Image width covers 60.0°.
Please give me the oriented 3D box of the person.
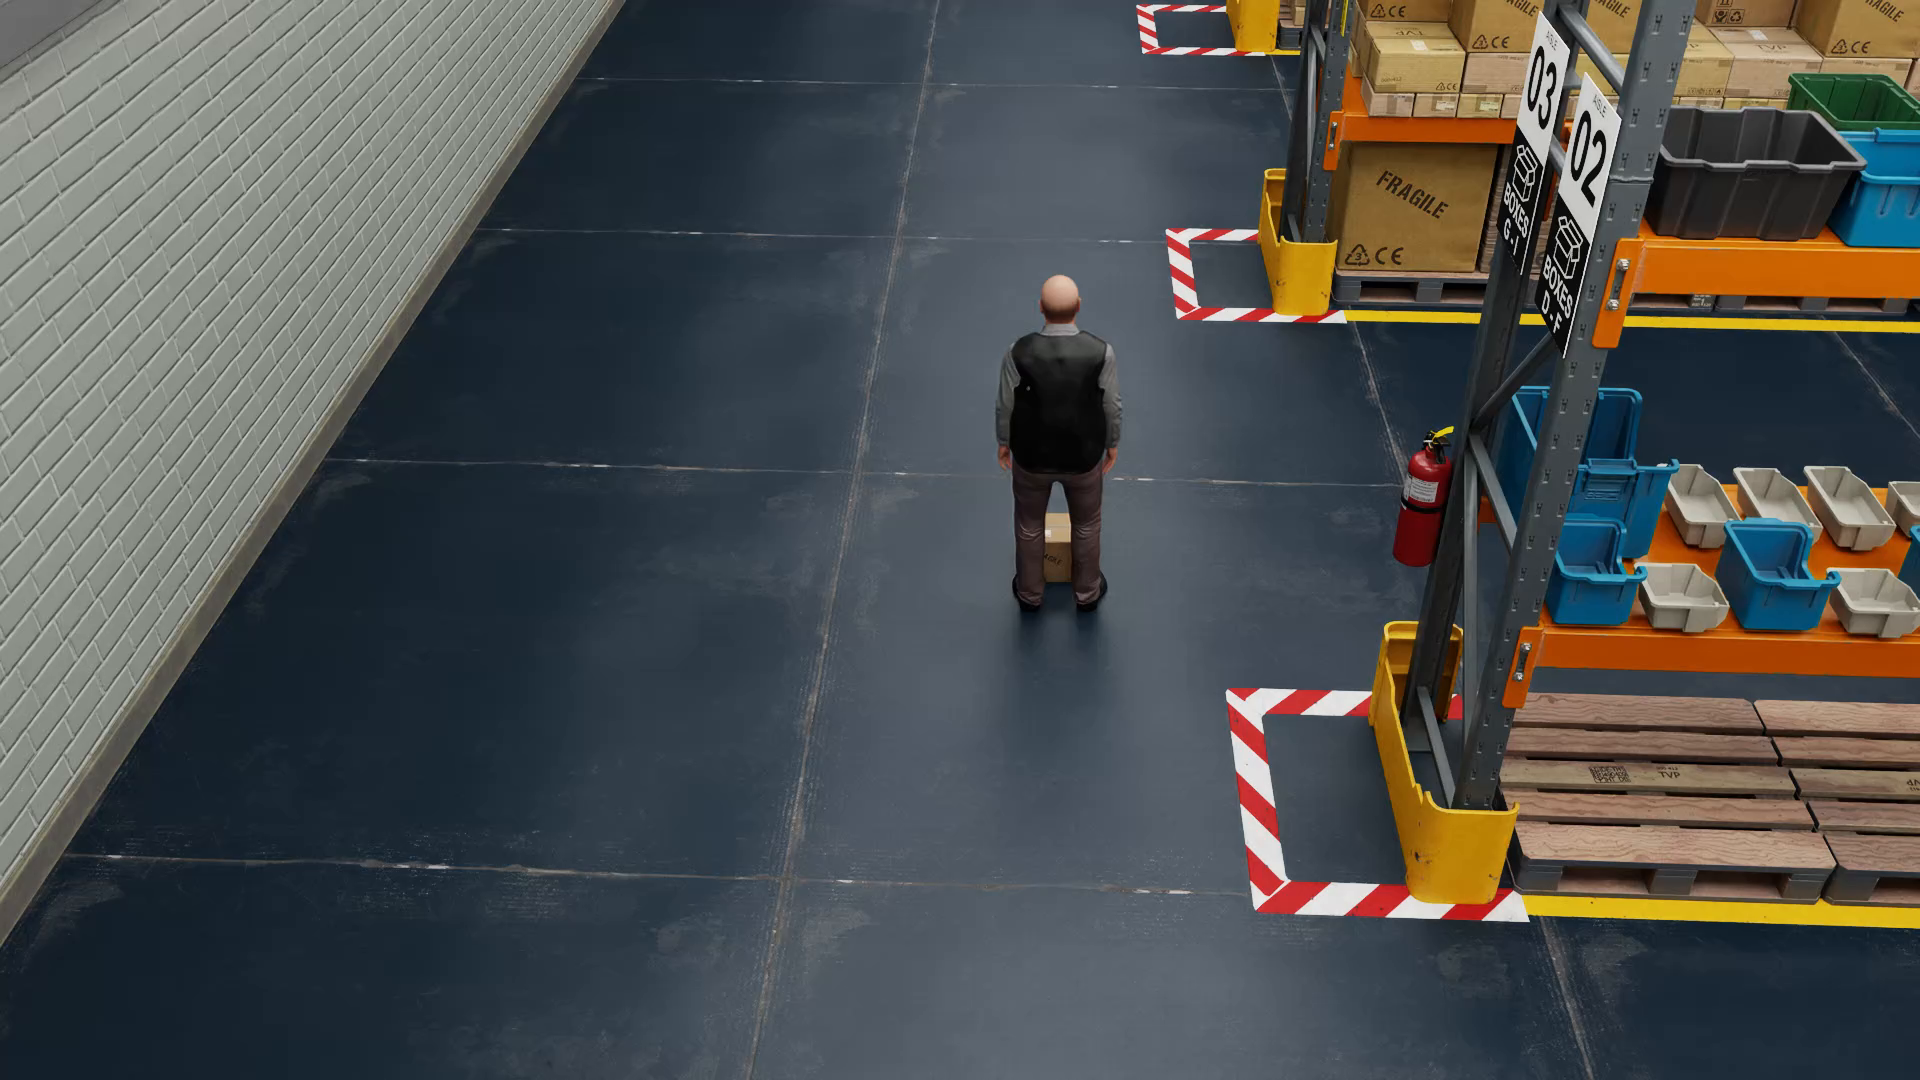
[{"bbox_3d":[0.451,-0.399,7.698,0.580,1.721,0.417,2,35,2],"label":"person"}]
